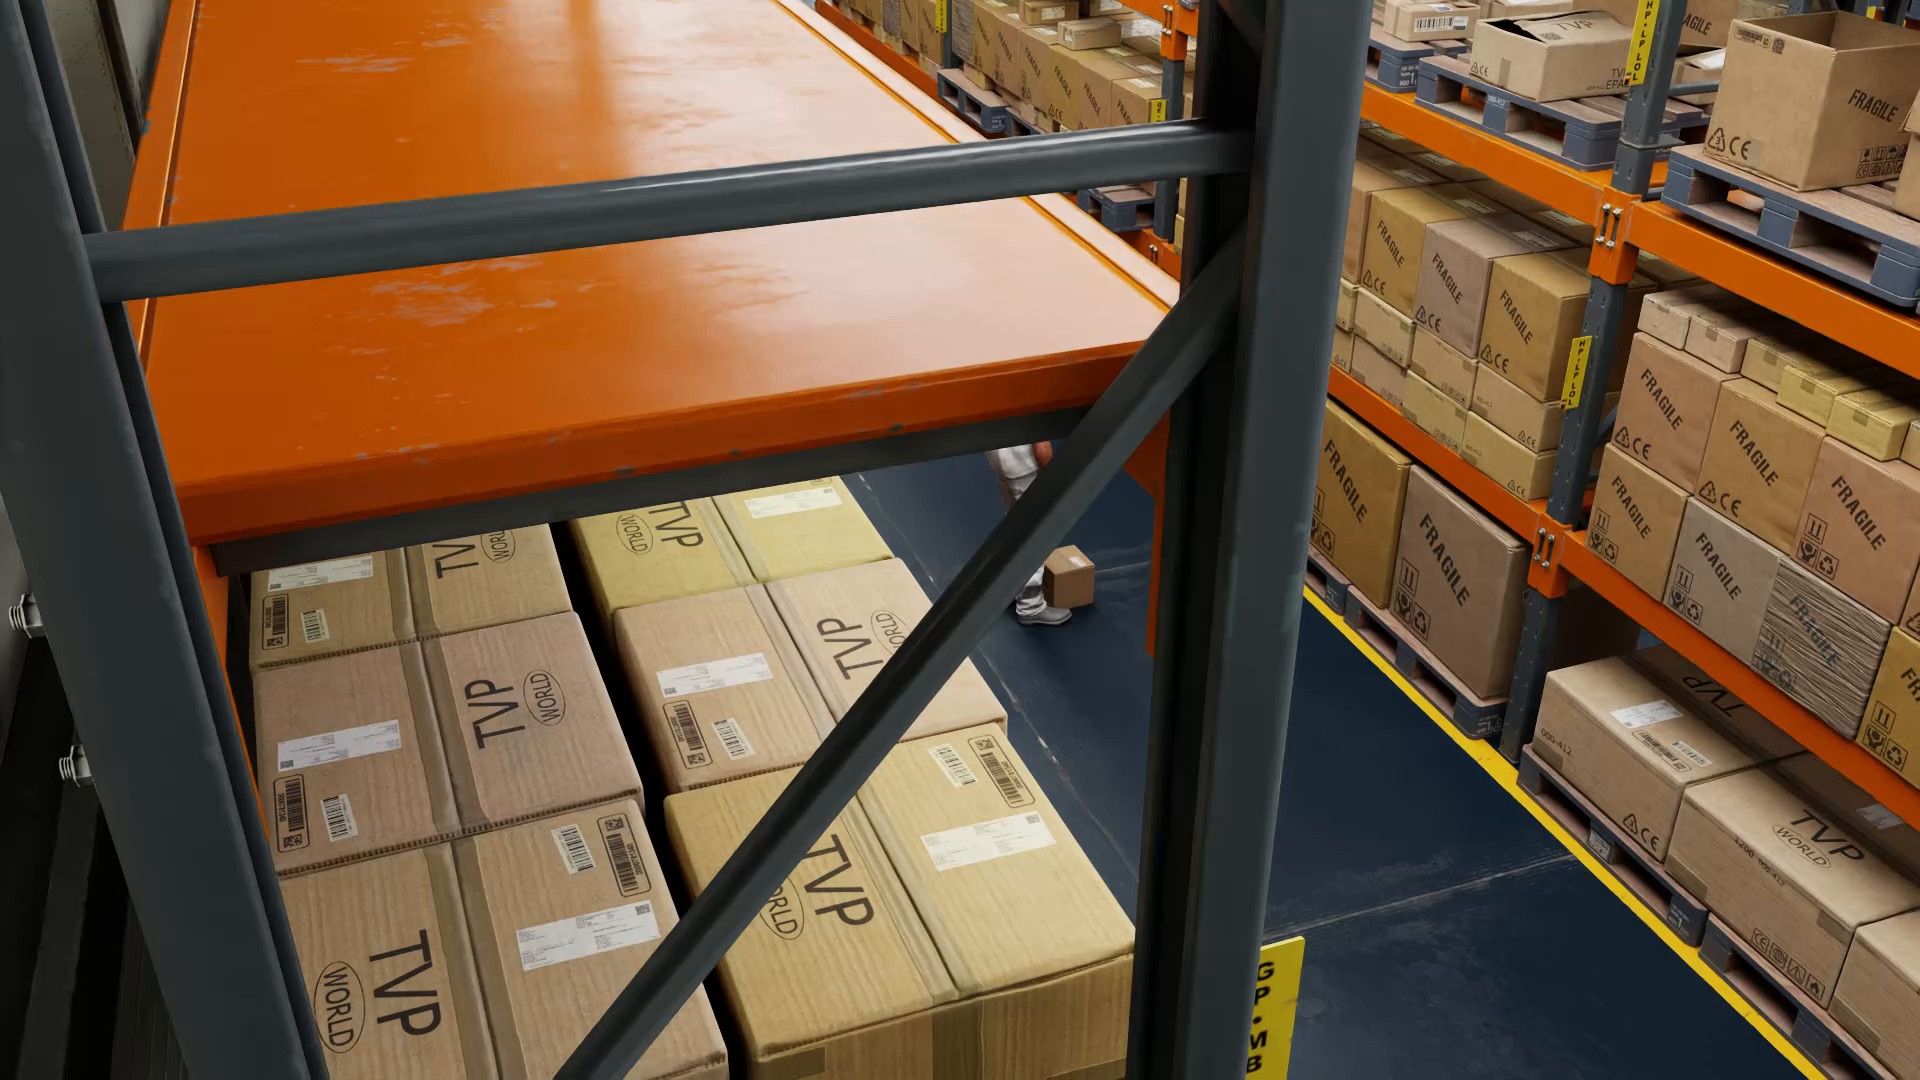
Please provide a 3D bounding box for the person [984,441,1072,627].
[{"bbox_3d":[0.360,-0.418,8.849,0.447,1.780,0.620,-12,32,-20],"label":"person"}]
